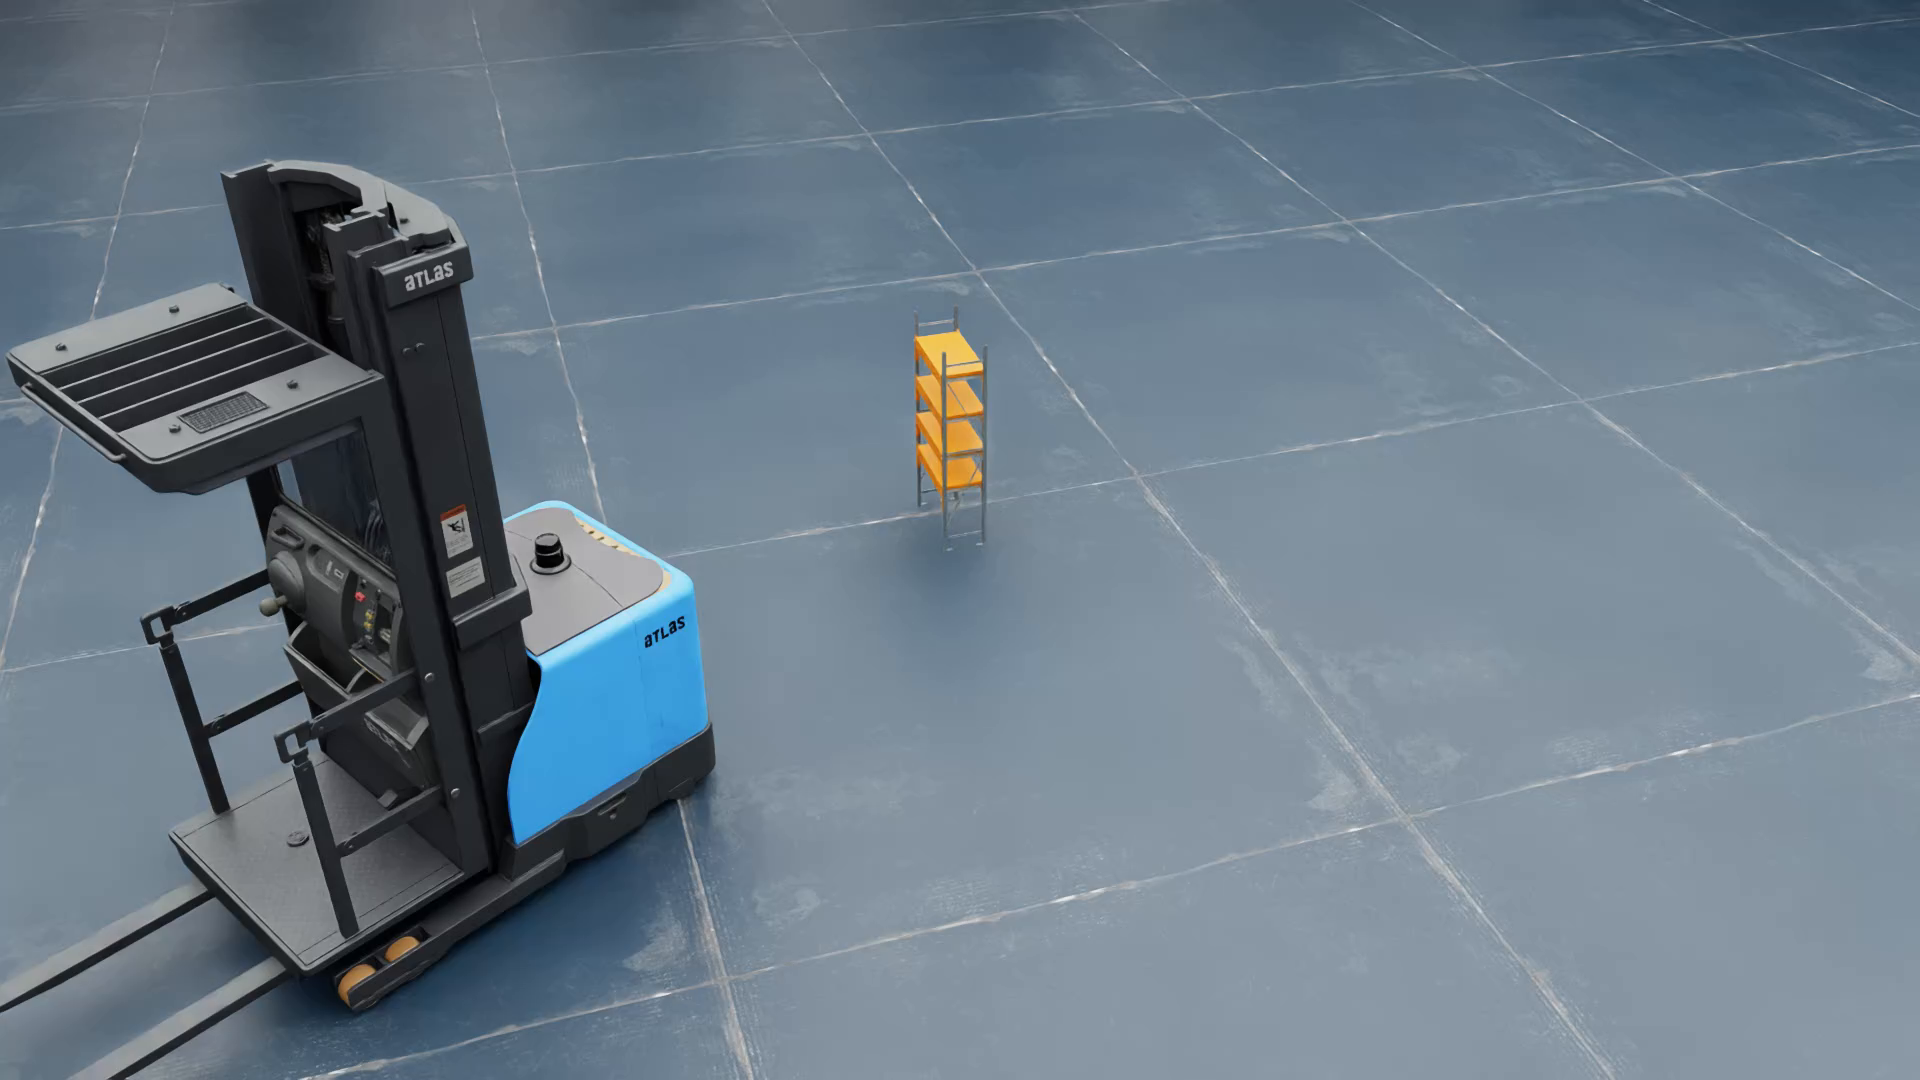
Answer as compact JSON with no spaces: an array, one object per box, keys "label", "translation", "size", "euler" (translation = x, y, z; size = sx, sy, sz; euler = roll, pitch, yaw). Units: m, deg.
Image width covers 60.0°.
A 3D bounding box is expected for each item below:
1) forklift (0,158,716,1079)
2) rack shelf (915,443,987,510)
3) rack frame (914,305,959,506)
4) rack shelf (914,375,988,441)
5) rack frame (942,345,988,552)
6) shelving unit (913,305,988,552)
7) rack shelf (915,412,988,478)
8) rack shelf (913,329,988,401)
[{"label":"forklift","translation":[-2.458,0.250,6.032],"size":[1.130,2.935,3.031],"euler":[27,42,34]},{"label":"rack shelf","translation":[-0.050,-0.366,9.017],"size":[0.258,0.148,0.480],"euler":[-10,35,-15]},{"label":"rack frame","translation":[-0.125,-0.716,9.064],"size":[0.240,1.200,0.015],"euler":[-10,35,-15]},{"label":"rack shelf","translation":[-0.050,-0.718,8.784],"size":[0.258,0.148,0.480],"euler":[-10,35,-15]},{"label":"rack frame","translation":[0.024,-0.459,8.676],"size":[0.240,1.200,0.015],"euler":[-10,35,-15]},{"label":"shelving unit","translation":[-0.050,-0.587,8.870],"size":[0.258,1.200,0.503],"euler":[-10,35,-15]},{"label":"rack shelf","translation":[-0.050,-0.531,8.907],"size":[0.258,0.148,0.480],"euler":[-10,35,-15]},{"label":"rack shelf","translation":[-0.050,-0.915,8.654],"size":[0.258,0.148,0.480],"euler":[-10,35,-15]}]
